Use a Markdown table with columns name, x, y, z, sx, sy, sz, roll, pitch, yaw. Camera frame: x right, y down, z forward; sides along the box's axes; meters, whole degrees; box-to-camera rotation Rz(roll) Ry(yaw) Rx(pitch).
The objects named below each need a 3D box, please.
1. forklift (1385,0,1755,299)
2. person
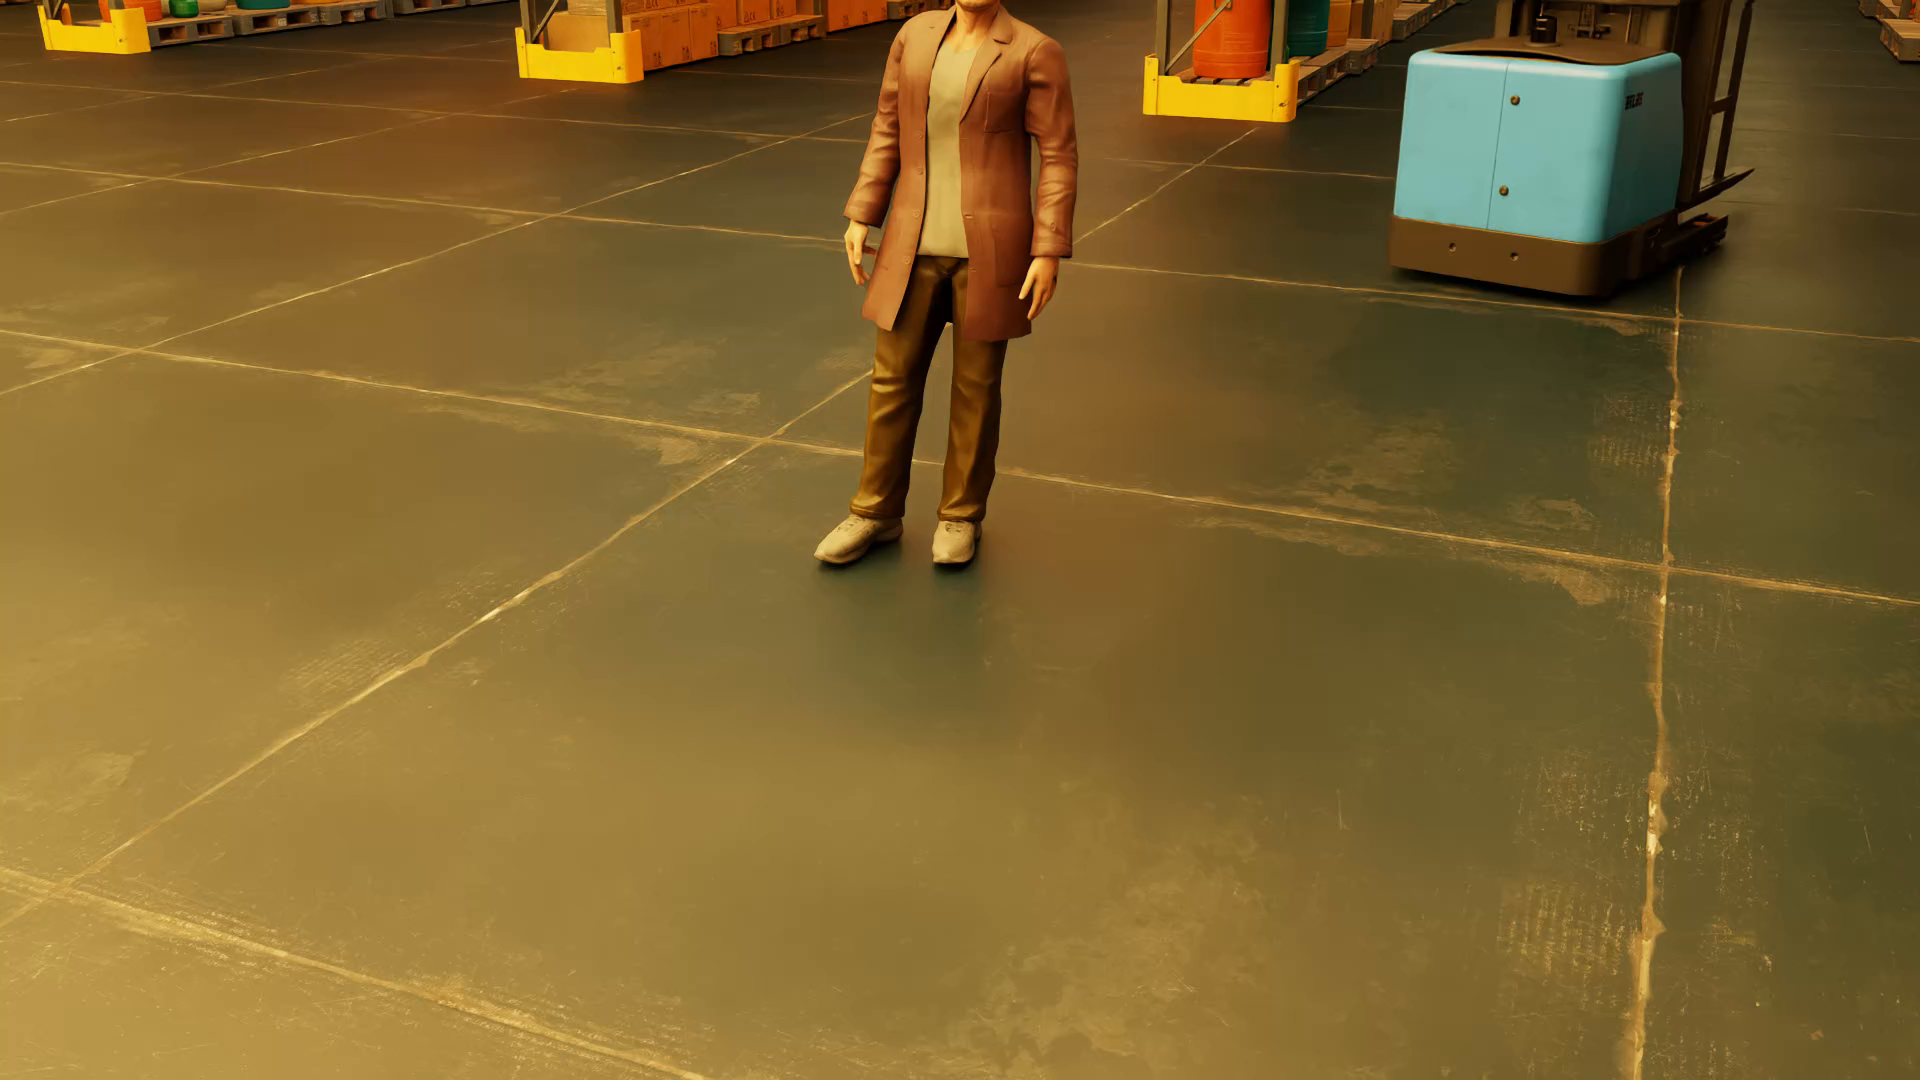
| name | x | y | z | sx | sy | sz | roll | pitch | yaw |
| --- | --- | --- | --- | --- | --- | --- | --- | --- | --- |
| forklift | 3.415 | -2.957 | 8.367 | 1.130 | 2.935 | 3.031 | 18 | 29 | 36 |
| person | -0.039 | -0.795 | 4.672 | 0.696 | 1.775 | 0.582 | 9 | 24 | 21 |
